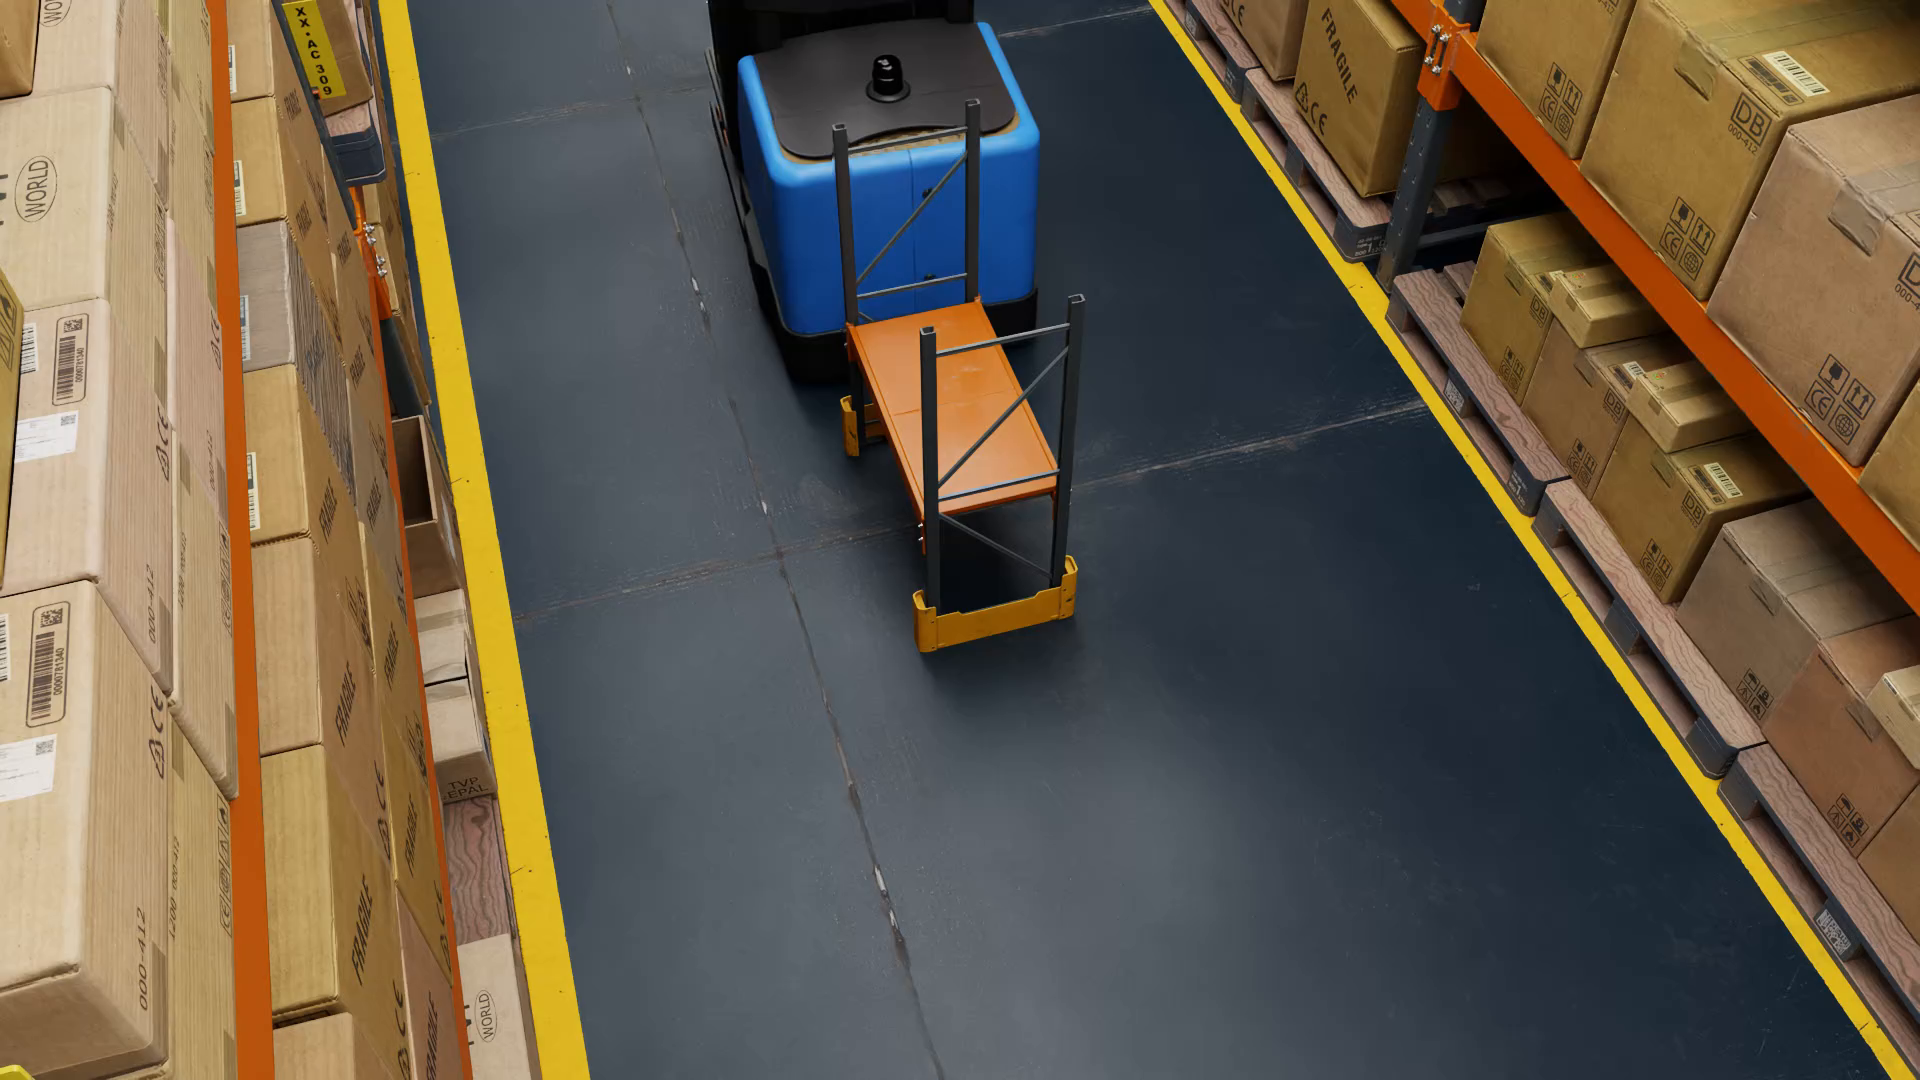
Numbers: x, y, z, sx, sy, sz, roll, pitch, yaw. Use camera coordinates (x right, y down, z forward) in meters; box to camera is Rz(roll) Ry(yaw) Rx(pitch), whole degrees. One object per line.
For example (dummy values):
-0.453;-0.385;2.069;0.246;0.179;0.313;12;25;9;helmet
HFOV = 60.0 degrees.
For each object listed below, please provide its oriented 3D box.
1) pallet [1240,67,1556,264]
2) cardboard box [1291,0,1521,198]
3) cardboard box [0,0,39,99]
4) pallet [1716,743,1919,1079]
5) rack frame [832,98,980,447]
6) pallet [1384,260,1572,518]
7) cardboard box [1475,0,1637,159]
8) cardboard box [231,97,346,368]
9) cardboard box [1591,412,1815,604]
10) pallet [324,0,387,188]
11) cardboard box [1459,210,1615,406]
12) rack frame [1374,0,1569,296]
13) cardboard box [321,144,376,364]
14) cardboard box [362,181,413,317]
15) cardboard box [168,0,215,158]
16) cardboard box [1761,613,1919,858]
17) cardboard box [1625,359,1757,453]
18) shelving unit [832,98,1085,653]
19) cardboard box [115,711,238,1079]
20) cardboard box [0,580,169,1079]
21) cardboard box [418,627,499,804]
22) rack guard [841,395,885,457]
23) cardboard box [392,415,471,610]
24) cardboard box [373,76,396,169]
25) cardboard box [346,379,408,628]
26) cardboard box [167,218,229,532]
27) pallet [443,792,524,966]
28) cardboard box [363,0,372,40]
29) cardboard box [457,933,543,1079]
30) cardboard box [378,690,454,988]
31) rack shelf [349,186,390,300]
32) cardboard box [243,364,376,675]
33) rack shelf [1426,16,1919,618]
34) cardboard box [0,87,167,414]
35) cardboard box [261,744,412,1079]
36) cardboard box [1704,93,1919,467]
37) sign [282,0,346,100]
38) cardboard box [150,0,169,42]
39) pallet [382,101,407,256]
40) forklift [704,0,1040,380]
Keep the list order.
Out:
1.992;-1.819;7.645;1.003;0.211;1.213;-13;51;-11;pallet
1.976;-2.059;7.155;0.750;0.750;0.750;-13;51;-11;cardboard box
-1.799;-0.932;2.392;0.700;0.500;0.500;-13;51;-11;cardboard box
3.164;1.083;5.199;1.003;0.211;1.213;-13;51;-11;pallet
-0.176;-0.917;6.042;0.500;1.500;0.032;-13;51;-11;rack frame
2.443;-0.699;6.702;1.003;0.211;1.213;-13;51;-11;pallet
2.437;-1.868;5.667;0.980;0.700;0.700;-13;51;-10;cardboard box
-1.888;-0.719;4.175;0.500;0.500;0.500;-14;51;-12;cardboard box
2.711;-0.189;5.807;0.700;0.500;0.500;-12;51;-10;cardboard box
-2.571;-1.595;5.758;1.003;0.211;1.213;-13;51;-11;pallet
2.416;-0.932;6.434;0.700;0.500;0.500;-13;51;-11;cardboard box
2.292;-2.171;6.119;1.000;3.000;0.127;-13;51;-11;rack frame
-2.046;-0.774;4.875;0.500;0.500;0.500;-13;51;-10;cardboard box
-2.517;-1.180;6.630;0.500;0.500;0.500;-13;51;-10;cardboard box
-1.747;-0.941;3.218;0.500;0.250;0.500;-13;51;-11;cardboard box
3.025;0.566;5.171;0.700;0.500;0.500;-13;51;-11;cardboard box
2.497;-0.468;5.619;0.380;0.149;0.250;-15;51;-12;cardboard box
-0.023;-0.539;5.724;0.587;1.500;1.083;-13;51;-11;shelving unit
-1.165;0.522;1.984;0.500;0.250;0.500;-13;51;-11;cardboard box
-1.159;0.359;1.794;0.500;0.250;0.500;-13;51;-11;cardboard box
-1.777;0.576;5.273;0.500;0.311;0.500;-13;51;-11;cardboard box
-0.170;-0.500;6.508;0.587;0.250;0.087;-13;51;-11;rack guard
-1.999;-0.033;5.663;0.500;0.500;0.500;-13;51;-11;cardboard box
-2.807;-1.916;7.251;0.500;0.500;0.500;-15;52;-12;cardboard box
-1.738;-0.023;4.242;0.500;0.500;0.500;-12;51;-10;cardboard box
-1.450;-0.211;2.602;0.500;0.250;0.500;-13;51;-11;cardboard box
-1.872;1.245;5.063;1.003;0.211;1.213;-13;51;-11;pallet
-3.121;-2.676;7.891;0.500;0.500;0.500;-12;51;-10;cardboard box
-1.441;1.426;4.597;0.500;0.250;0.500;-13;51;-11;cardboard box
-1.438;0.714;3.621;0.500;0.500;0.500;-13;51;-11;cardboard box
-3.030;-2.277;6.679;1.077;0.370;4.000;-13;51;-11;rack shelf
-1.591;0.017;3.554;0.500;0.500;0.500;-14;51;-11;cardboard box
2.884;-0.479;5.162;1.077;0.370;4.000;-13;51;-11;rack shelf
-1.454;-0.371;2.410;0.500;0.250;0.500;-13;51;-11;cardboard box
-1.297;0.755;2.933;0.500;0.500;0.500;-13;51;-11;cardboard box
2.872;-0.805;4.770;0.980;0.700;0.700;-16;52;-13;cardboard box
-1.923;-1.456;4.949;0.100;0.325;0.005;-13;51;-11;sign
-1.745;-1.103;3.027;0.500;0.250;0.500;-13;51;-11;cardboard box
-3.080;-1.628;7.484;1.003;0.211;1.213;-13;51;-11;pallet
-0.544;-2.744;6.646;1.130;2.935;3.031;-11;51;-9;forklift
